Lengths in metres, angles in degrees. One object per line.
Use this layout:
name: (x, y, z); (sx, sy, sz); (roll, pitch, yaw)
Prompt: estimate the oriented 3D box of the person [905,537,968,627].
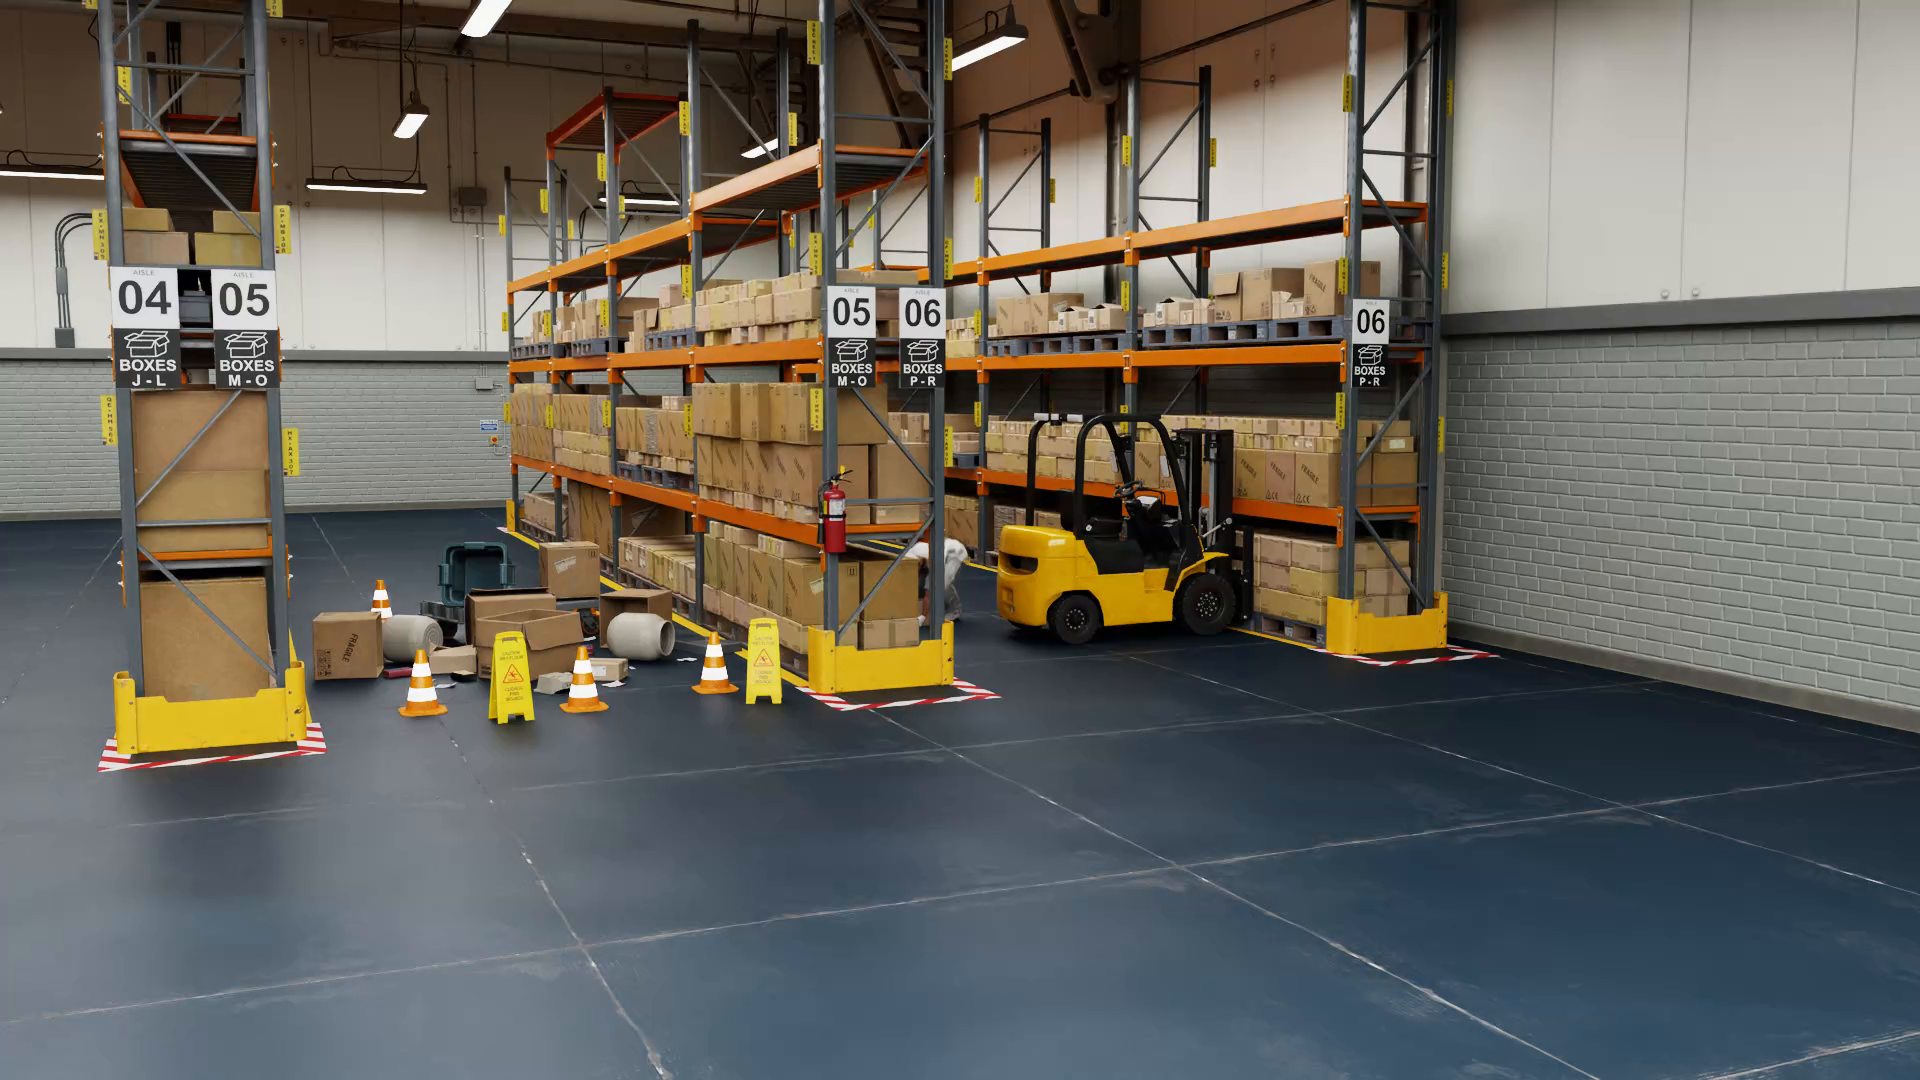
person: (-0.305, 0.422, 17.121); (0.528, 0.885, 0.992); (4, 6, 35)
